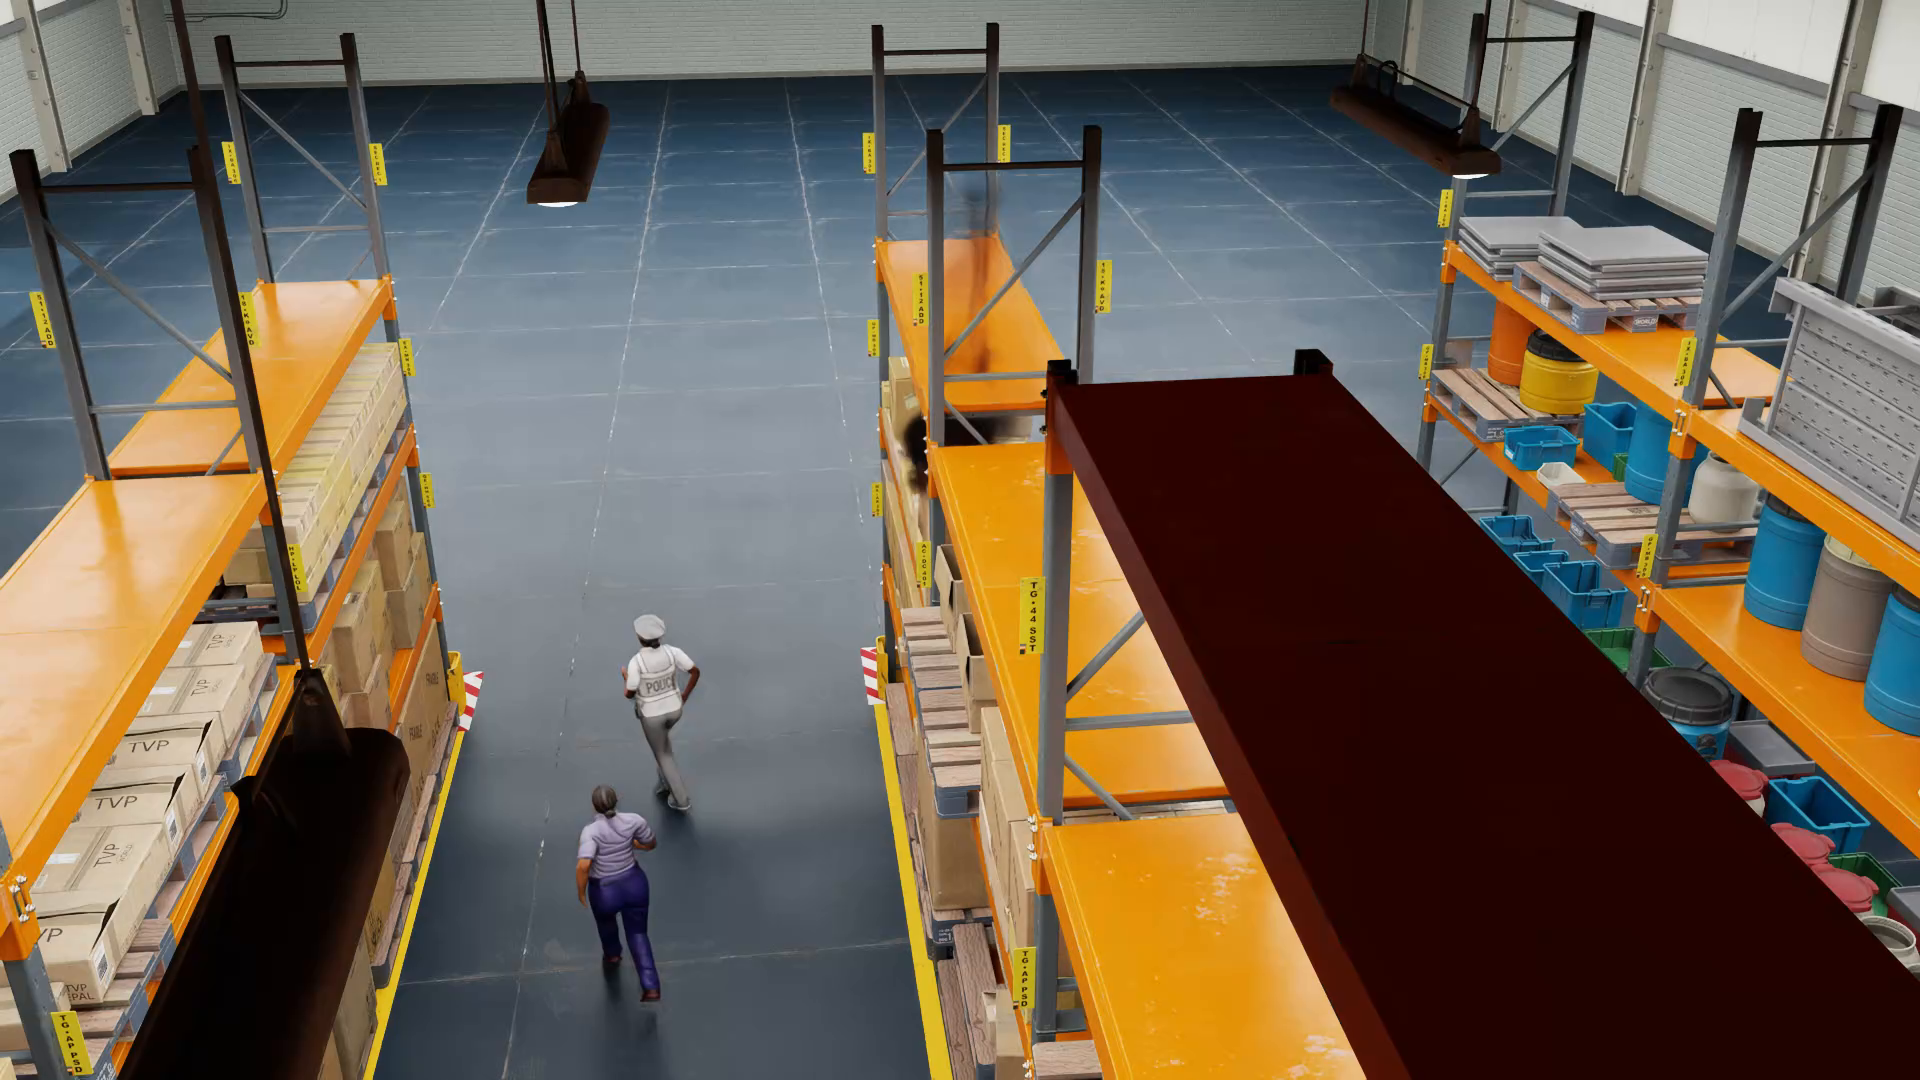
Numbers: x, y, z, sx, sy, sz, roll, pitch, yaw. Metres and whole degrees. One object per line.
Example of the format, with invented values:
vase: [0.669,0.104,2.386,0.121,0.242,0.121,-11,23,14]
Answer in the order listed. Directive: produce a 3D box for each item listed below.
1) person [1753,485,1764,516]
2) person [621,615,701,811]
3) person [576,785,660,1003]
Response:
person: [8.668,-0.720,18.031,0.655,1.758,0.672,10,27,20]
person: [-2.450,1.419,13.623,0.576,1.728,0.776,-20,32,-36]
person: [-2.345,2.455,11.472,0.628,1.670,0.973,-14,29,-27]
